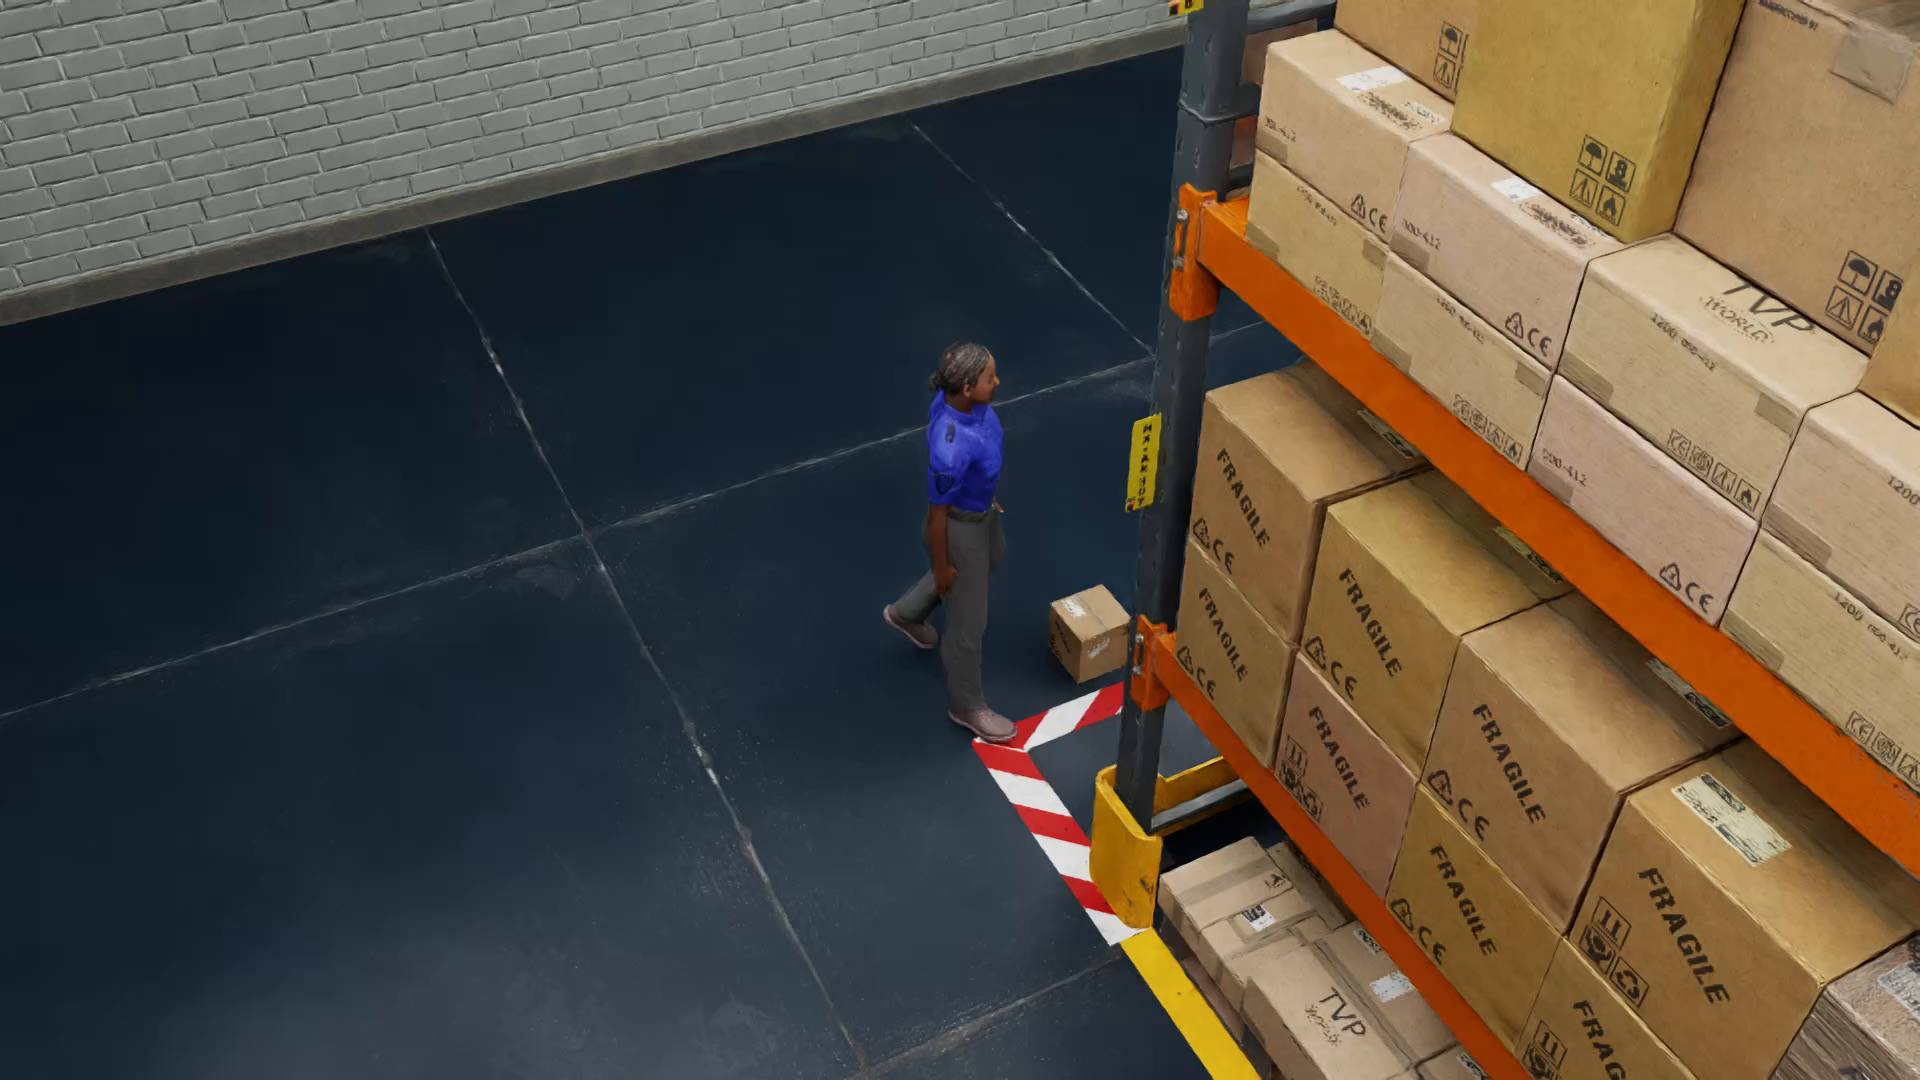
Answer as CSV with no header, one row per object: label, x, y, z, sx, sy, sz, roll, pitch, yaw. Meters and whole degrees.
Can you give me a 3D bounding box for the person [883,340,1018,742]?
person,-0.037,-0.035,6.177,0.567,1.653,0.608,3,42,3
